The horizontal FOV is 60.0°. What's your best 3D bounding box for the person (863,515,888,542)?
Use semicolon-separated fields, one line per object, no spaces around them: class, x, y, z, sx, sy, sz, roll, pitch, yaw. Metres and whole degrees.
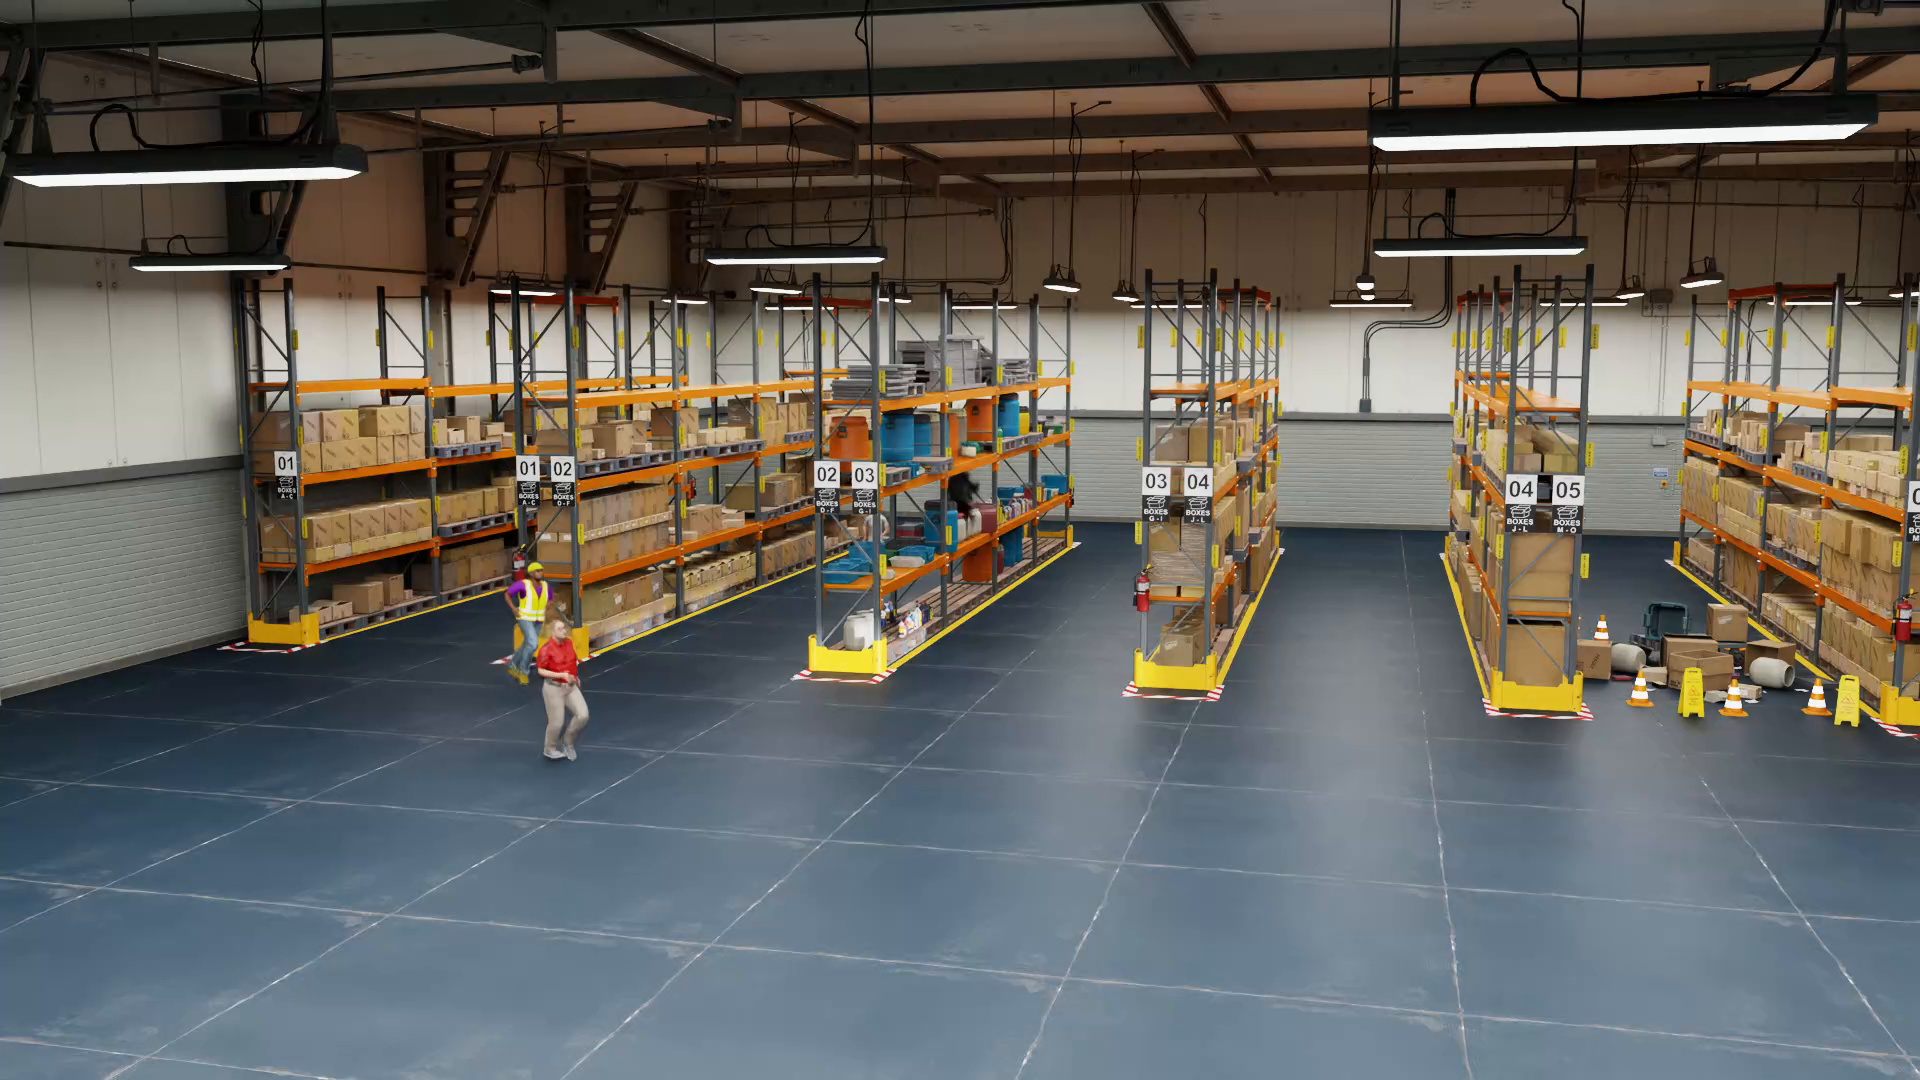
person;-1.776;-0.019;34.851;0.556;1.528;0.583;1;7;5

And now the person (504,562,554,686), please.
person;-6.318;1.214;24.502;0.725;1.803;0.702;5;9;37

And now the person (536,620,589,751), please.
person;-4.701;1.742;19.731;0.680;1.602;0.639;5;9;38
